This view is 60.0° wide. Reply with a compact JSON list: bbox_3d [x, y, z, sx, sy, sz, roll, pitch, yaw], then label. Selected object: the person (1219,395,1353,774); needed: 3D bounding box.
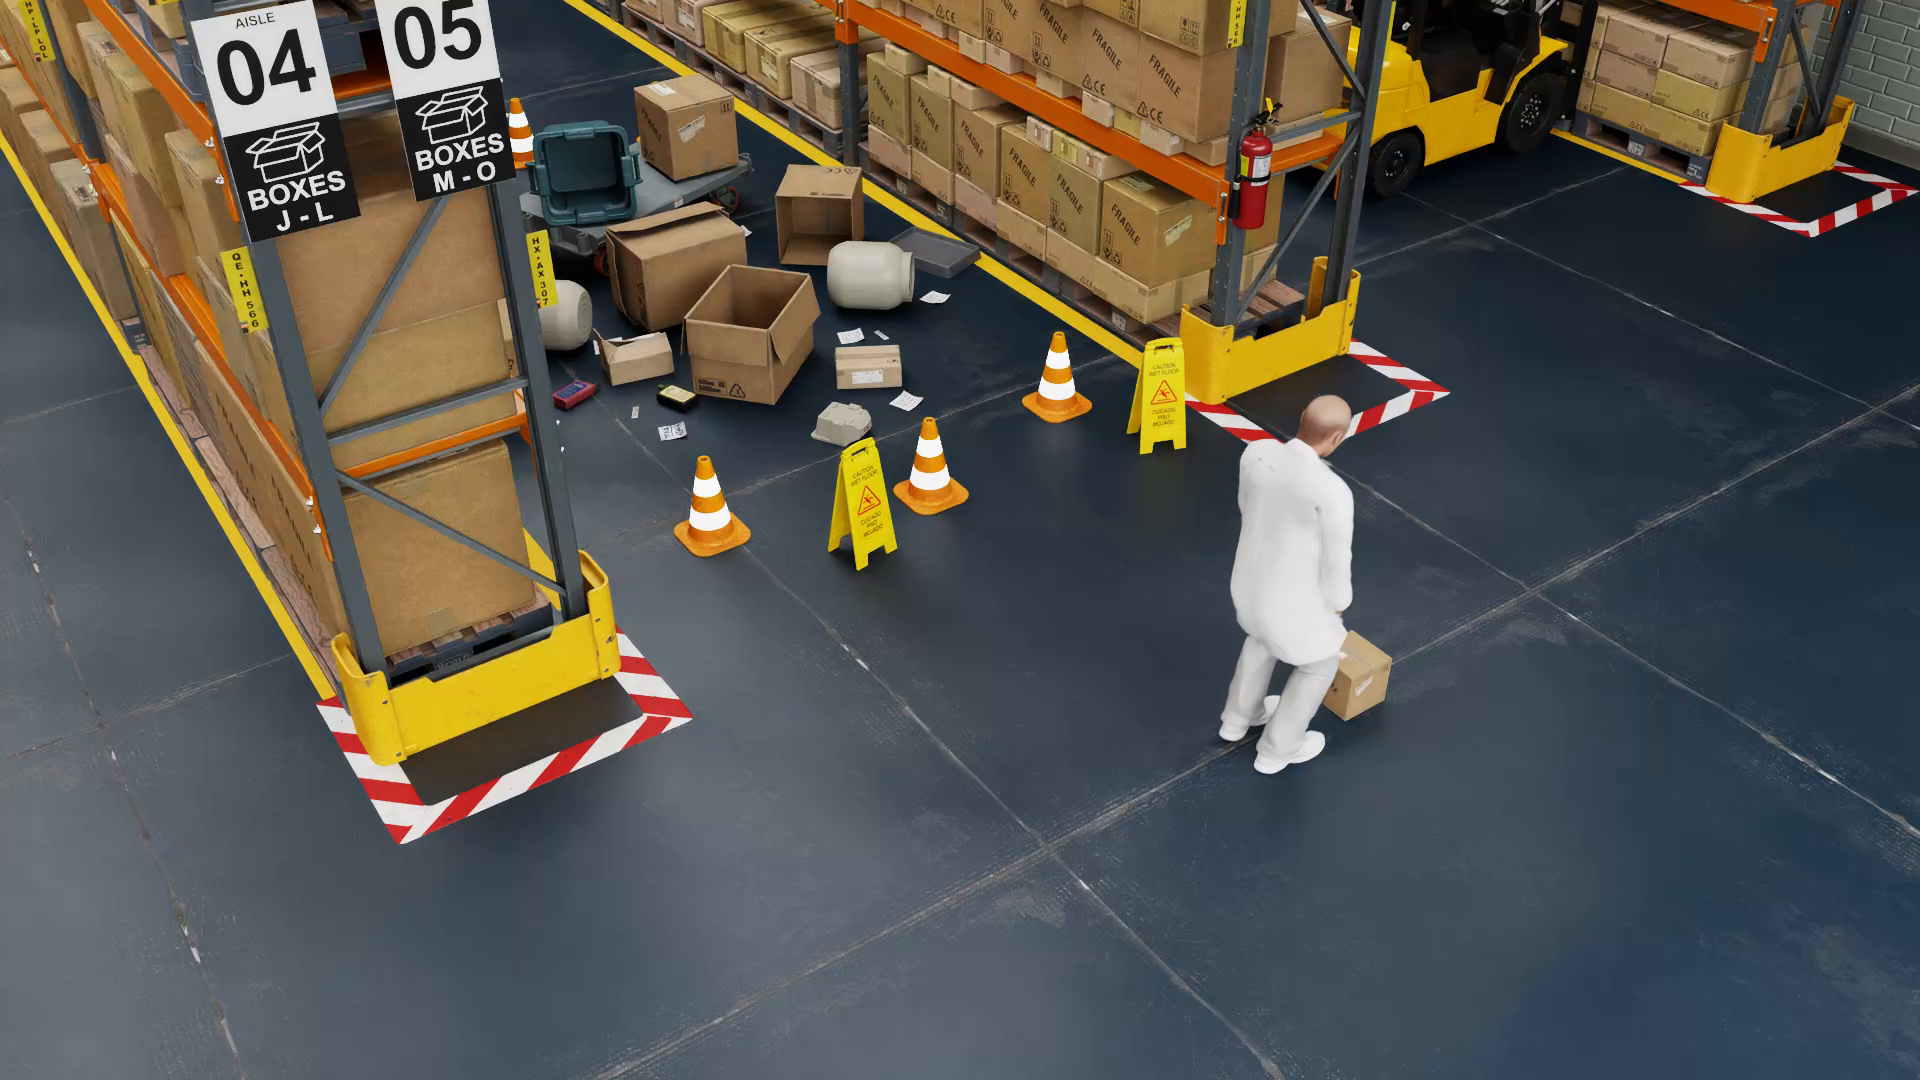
[{"bbox_3d":[1.340,0.183,6.846,0.466,1.693,0.599,-21,41,-27],"label":"person"}]
